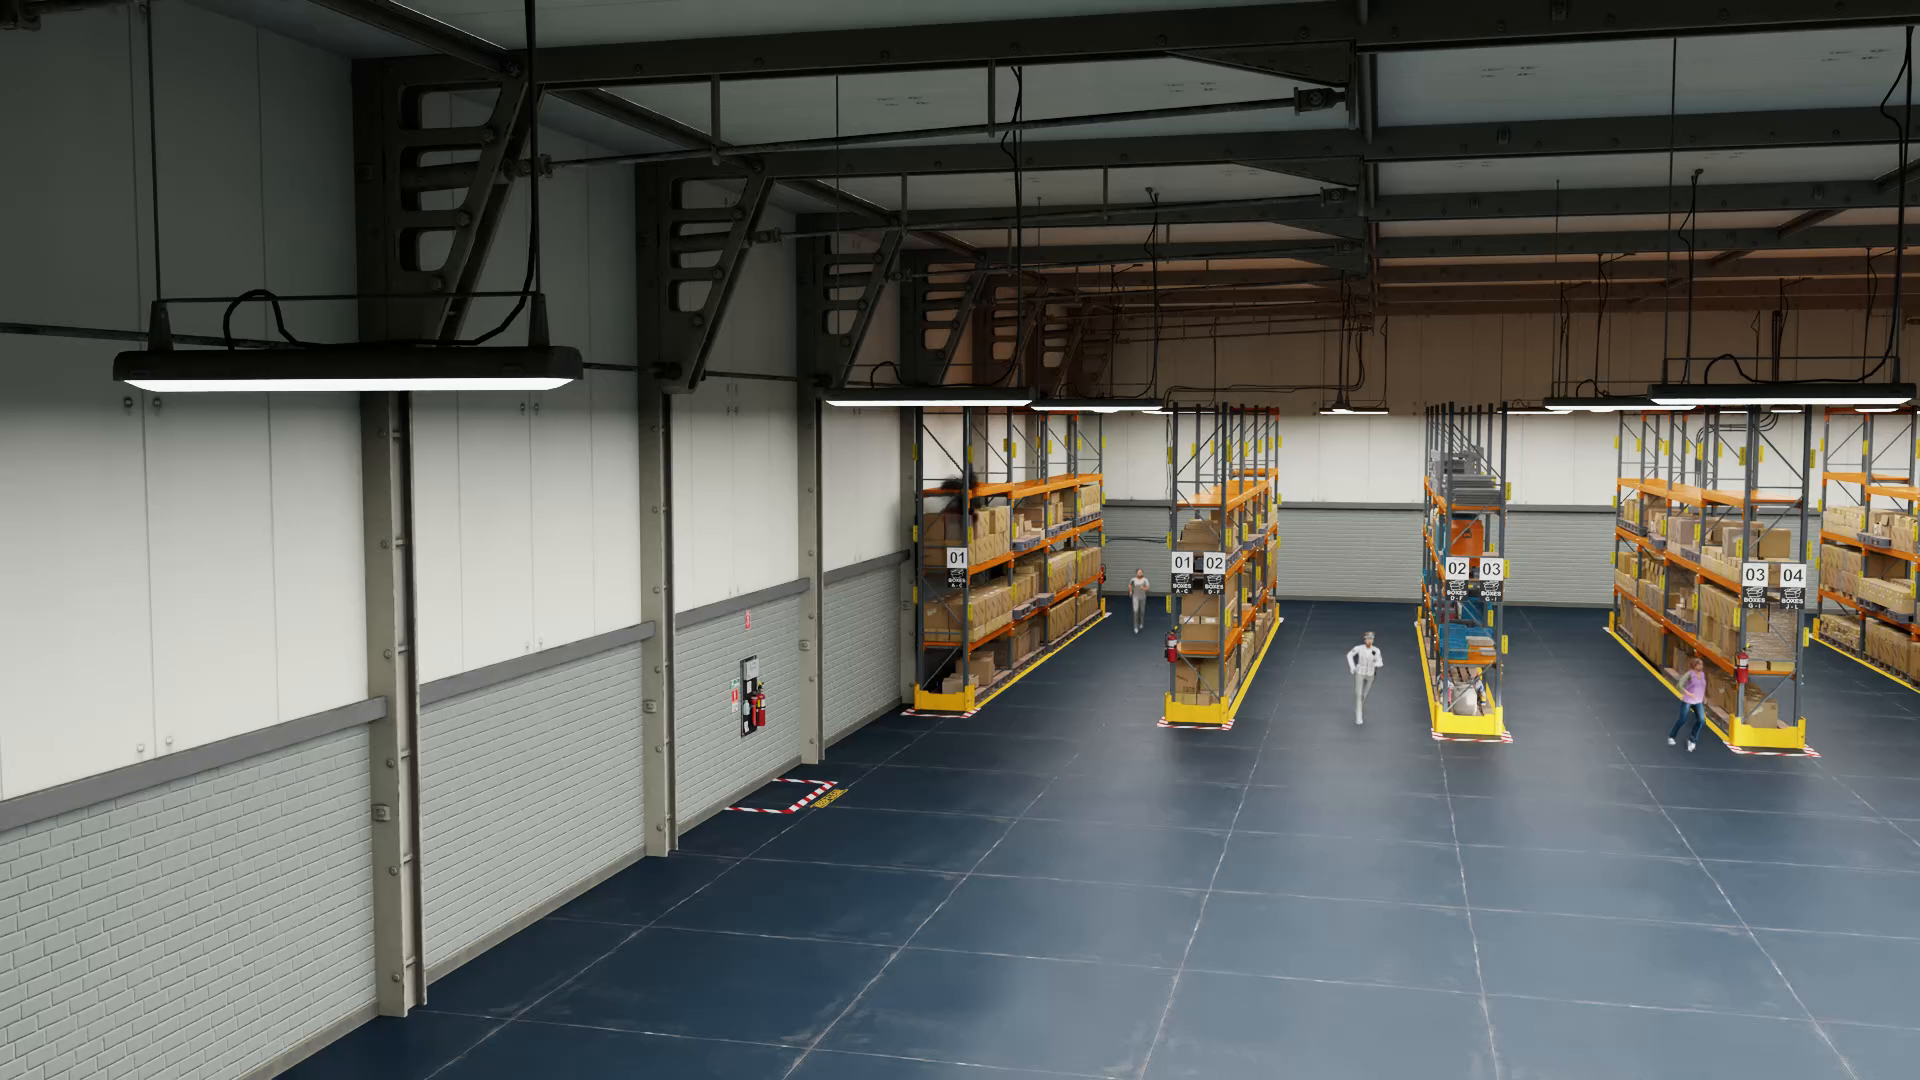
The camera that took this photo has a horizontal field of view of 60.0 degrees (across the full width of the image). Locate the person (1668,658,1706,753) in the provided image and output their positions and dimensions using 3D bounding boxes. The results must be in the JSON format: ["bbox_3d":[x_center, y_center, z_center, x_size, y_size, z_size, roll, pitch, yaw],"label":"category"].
[{"bbox_3d":[12.627,2.823,28.687,0.614,1.605,0.631,-1,4,-8],"label":"person"}]

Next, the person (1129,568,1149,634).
[{"bbox_3d":[4.781,1.599,44.393,0.539,1.717,0.820,0,4,5],"label":"person"}]

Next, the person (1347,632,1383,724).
[{"bbox_3d":[7.628,2.554,31.263,0.627,1.685,0.912,0,4,2],"label":"person"}]
